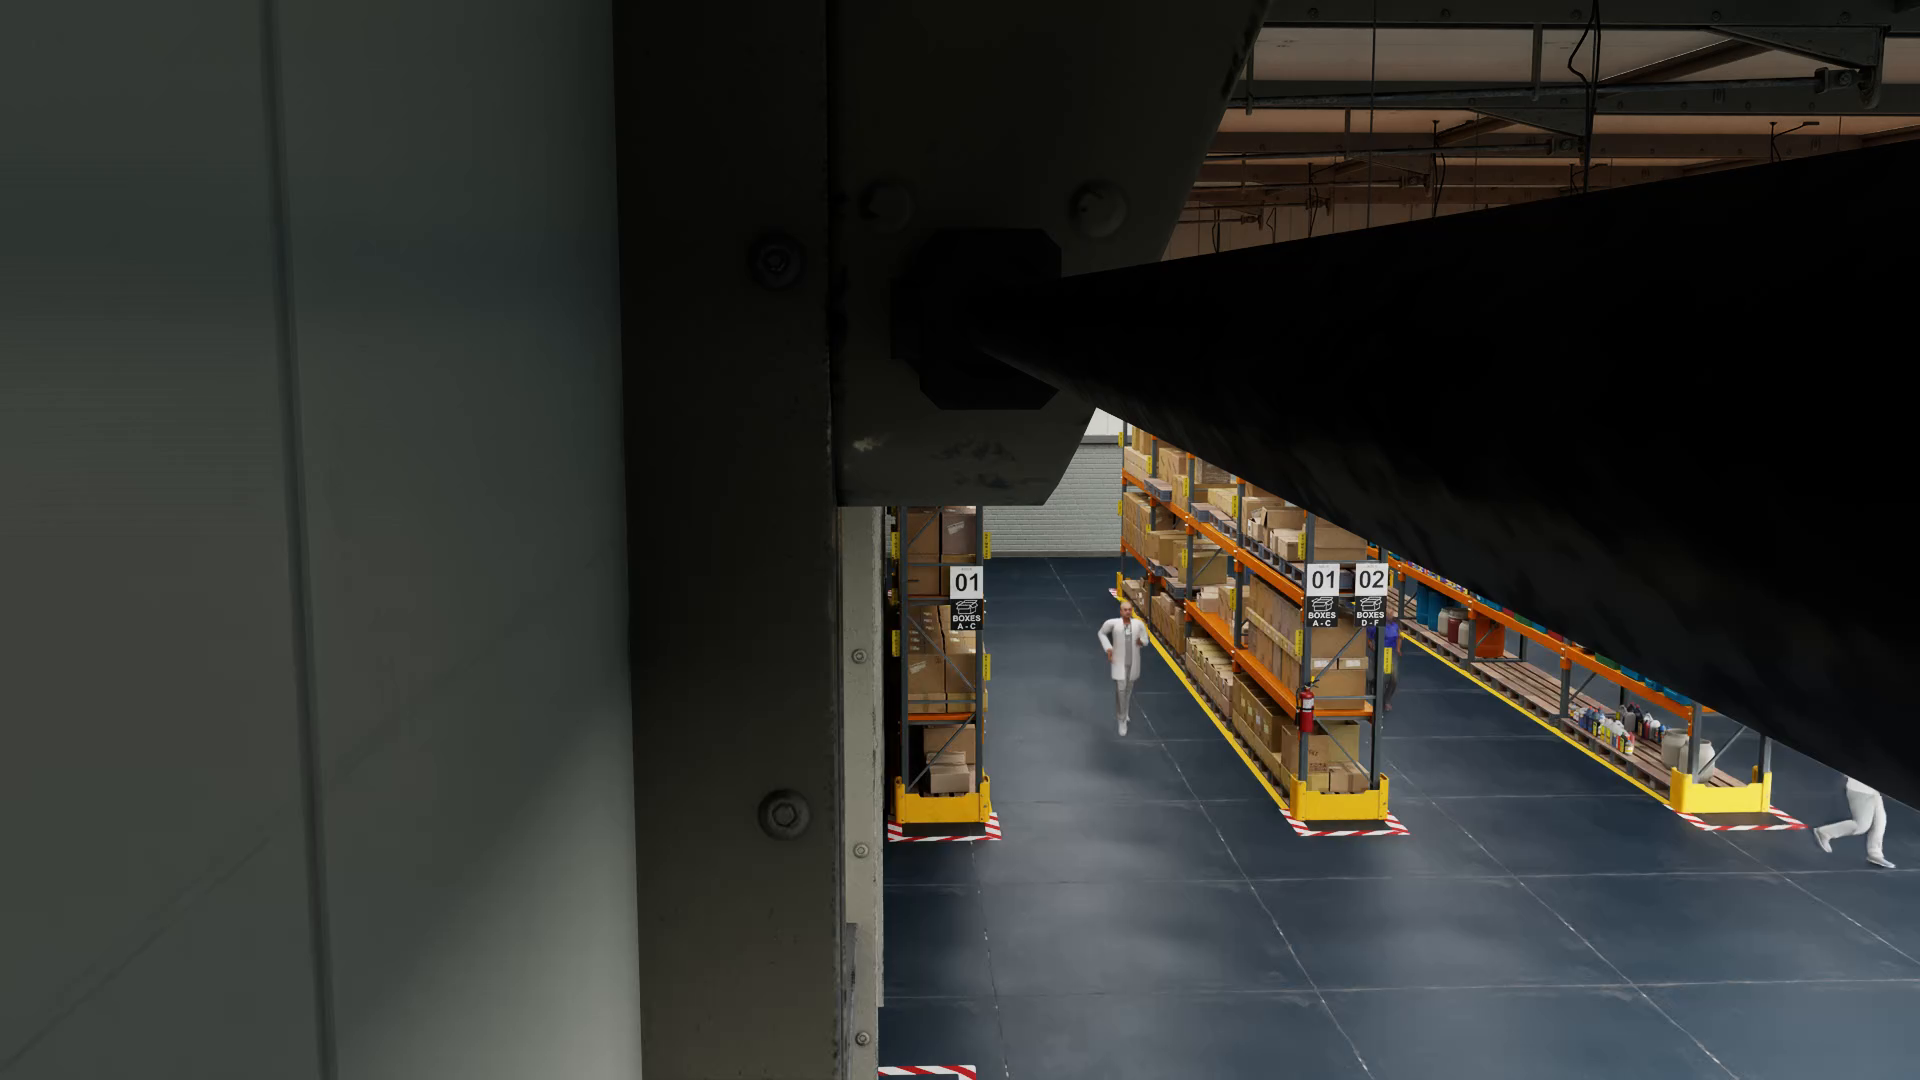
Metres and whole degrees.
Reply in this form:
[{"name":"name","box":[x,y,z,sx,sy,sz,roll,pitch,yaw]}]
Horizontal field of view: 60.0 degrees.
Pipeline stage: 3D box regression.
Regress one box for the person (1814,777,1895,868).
[{"name":"person","box":[10.268,2.878,18.980,0.828,1.669,0.615,5,10,34]}]

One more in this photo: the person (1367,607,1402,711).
[{"name":"person","box":[6.730,1.864,26.329,0.582,1.608,0.578,-2,8,-13]}]

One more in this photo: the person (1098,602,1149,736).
[{"name":"person","box":[2.386,1.833,23.964,0.682,1.897,0.779,-2,8,-11]}]
